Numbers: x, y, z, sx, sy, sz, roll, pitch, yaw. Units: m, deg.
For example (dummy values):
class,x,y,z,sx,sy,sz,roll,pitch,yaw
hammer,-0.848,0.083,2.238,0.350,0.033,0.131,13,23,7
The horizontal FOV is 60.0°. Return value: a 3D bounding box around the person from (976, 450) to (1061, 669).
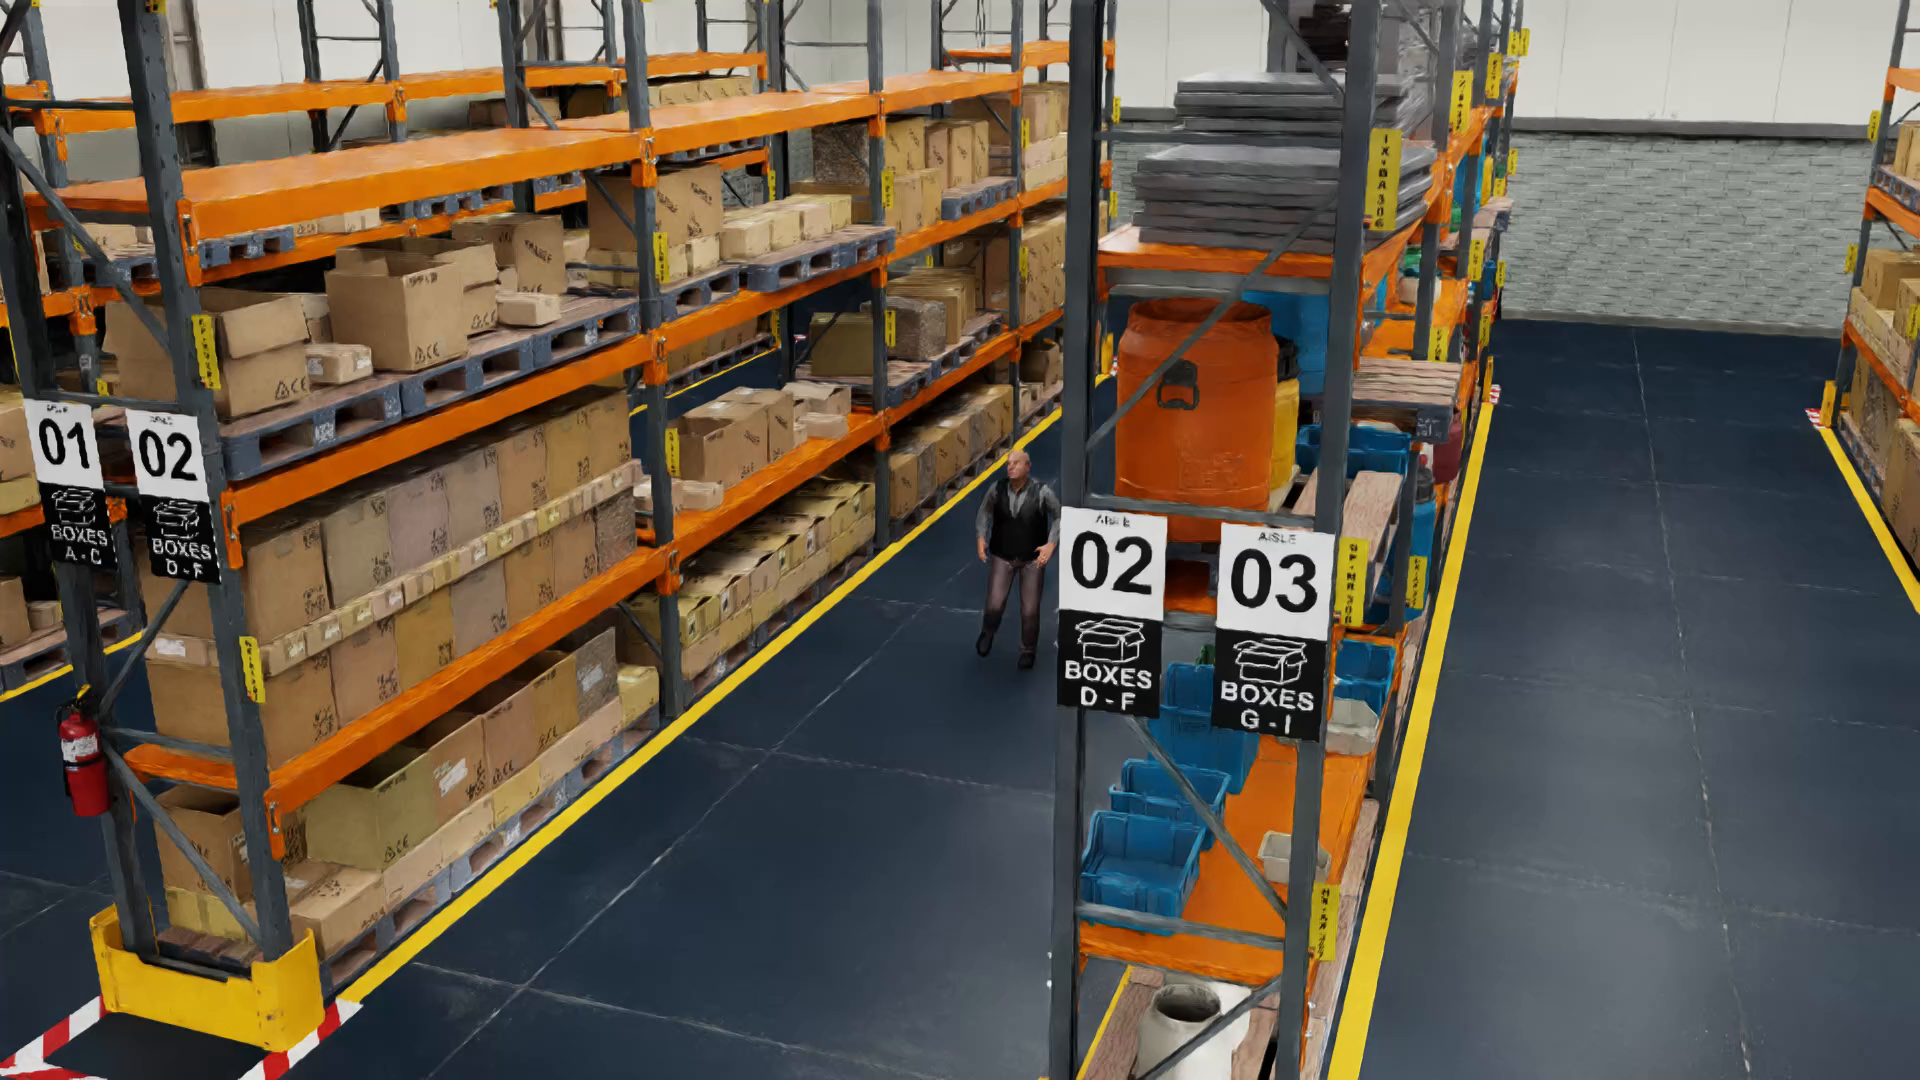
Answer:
class,x,y,z,sx,sy,sz,roll,pitch,yaw
person,0.459,0.153,12.641,0.710,1.689,0.493,2,19,7
